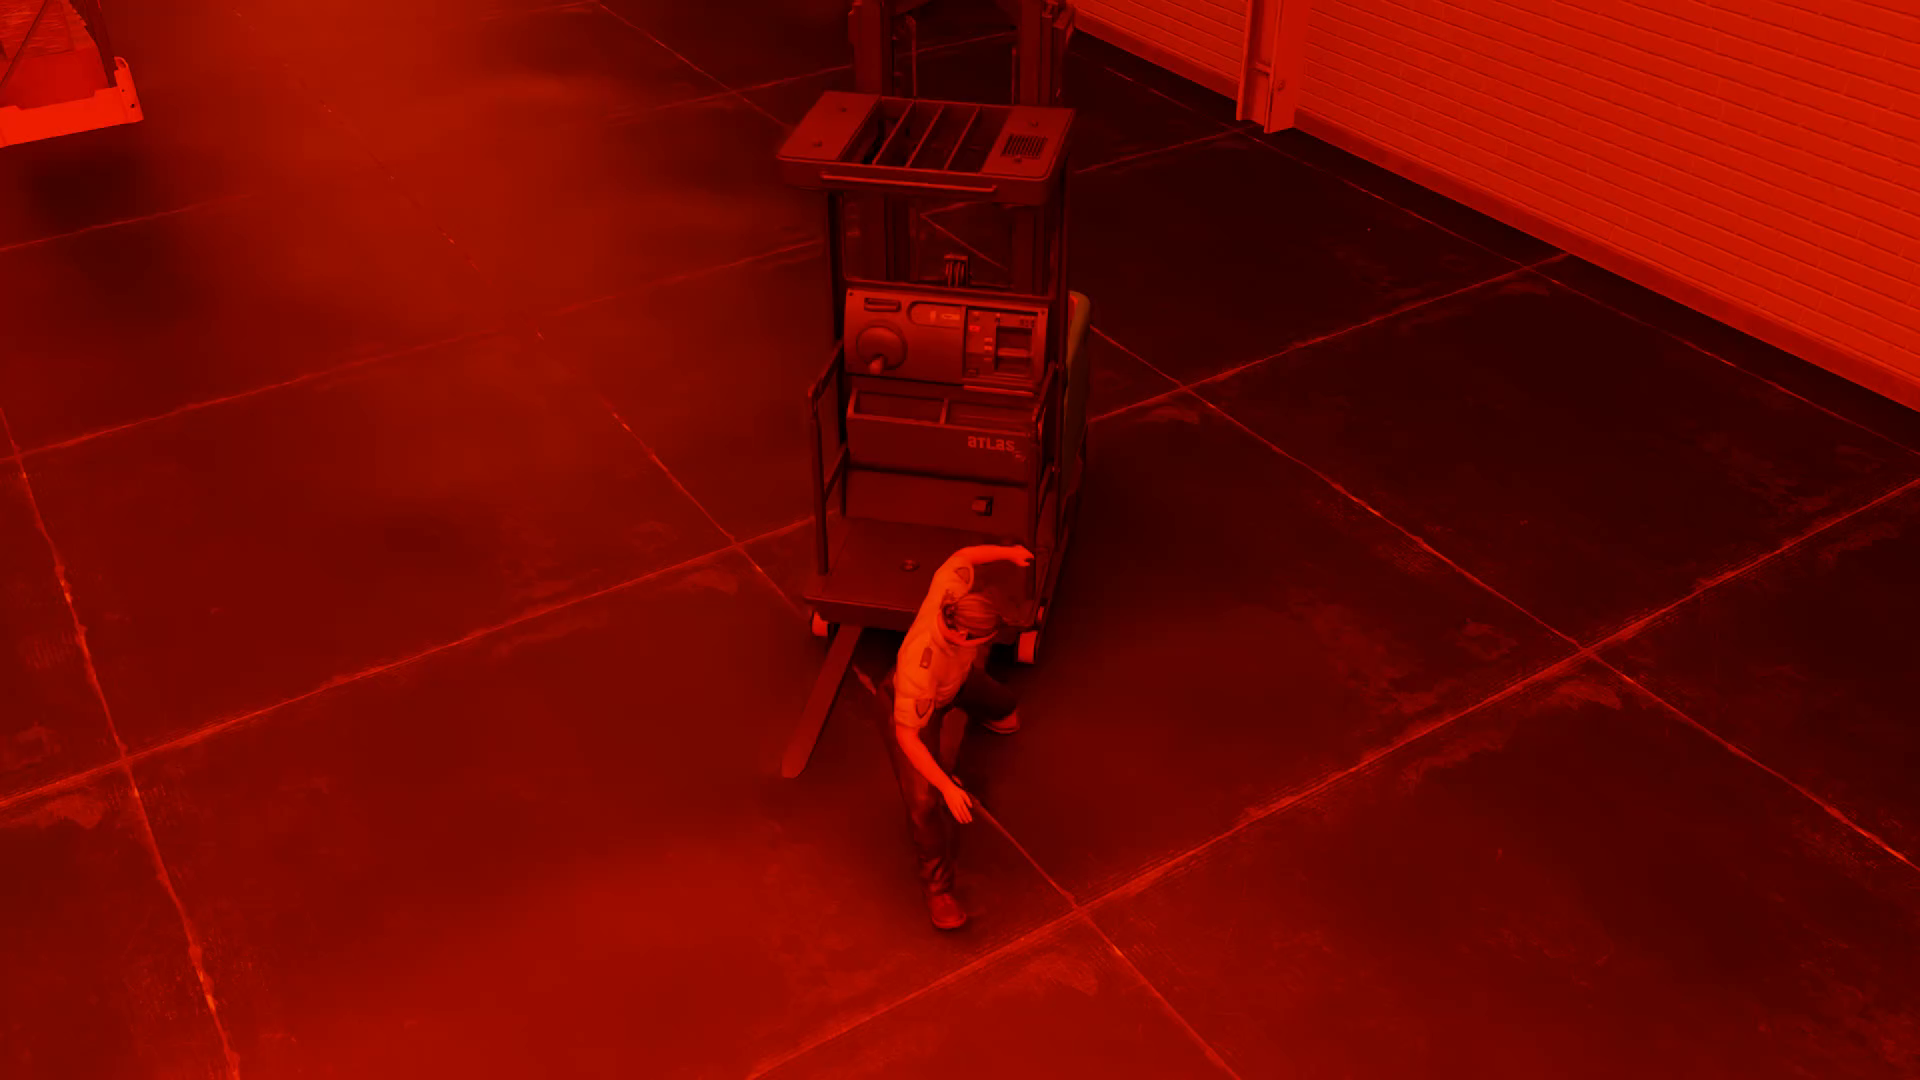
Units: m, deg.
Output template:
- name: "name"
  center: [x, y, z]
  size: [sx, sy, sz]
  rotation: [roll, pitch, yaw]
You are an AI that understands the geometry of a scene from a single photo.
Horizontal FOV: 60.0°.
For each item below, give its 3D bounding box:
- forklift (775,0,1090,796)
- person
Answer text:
- name: "forklift"
  center: [-0.108, -0.847, 7.352]
  size: [1.130, 2.935, 3.031]
  rotation: [7, 36, 10]
- name: "person"
  center: [0.022, 0.634, 6.633]
  size: [0.724, 1.356, 1.227]
  rotation: [21, 40, 27]
